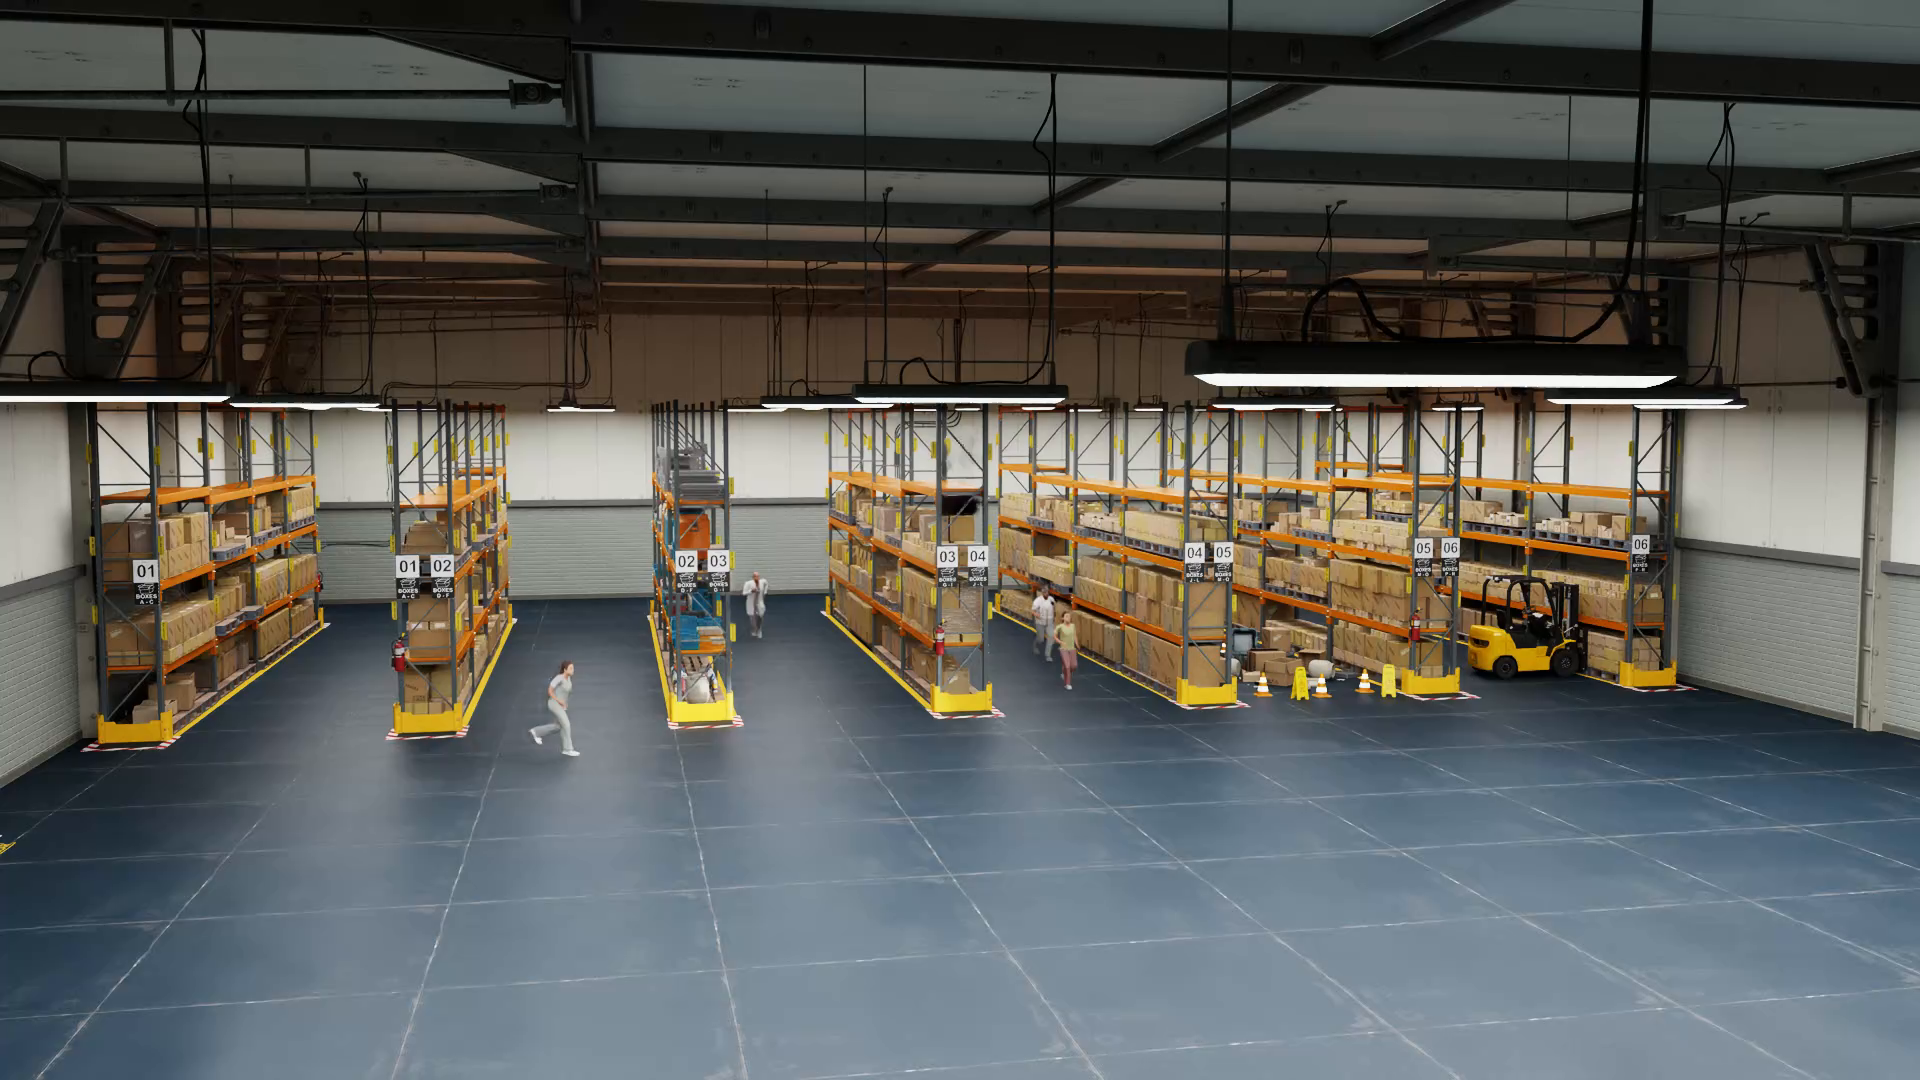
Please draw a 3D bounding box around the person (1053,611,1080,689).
[{"bbox_3d":[2.224,2.295,34.819,0.582,1.630,0.566,-2,5,-23],"label":"person"}]

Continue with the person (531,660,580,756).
[{"bbox_3d":[-6.848,2.822,27.985,0.888,1.621,0.550,1,5,19],"label":"person"}]

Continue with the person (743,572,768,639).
[{"bbox_3d":[-5.206,1.653,42.379,0.689,1.728,0.974,-1,4,-15],"label":"person"}]

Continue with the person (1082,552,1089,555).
[{"bbox_3d":[3.646,1.224,48.590,0.620,1.714,0.857,-2,5,-30],"label":"person"}]

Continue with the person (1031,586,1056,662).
[{"bbox_3d":[1.960,1.925,38.856,0.651,1.754,0.893,-1,4,-16],"label":"person"}]
